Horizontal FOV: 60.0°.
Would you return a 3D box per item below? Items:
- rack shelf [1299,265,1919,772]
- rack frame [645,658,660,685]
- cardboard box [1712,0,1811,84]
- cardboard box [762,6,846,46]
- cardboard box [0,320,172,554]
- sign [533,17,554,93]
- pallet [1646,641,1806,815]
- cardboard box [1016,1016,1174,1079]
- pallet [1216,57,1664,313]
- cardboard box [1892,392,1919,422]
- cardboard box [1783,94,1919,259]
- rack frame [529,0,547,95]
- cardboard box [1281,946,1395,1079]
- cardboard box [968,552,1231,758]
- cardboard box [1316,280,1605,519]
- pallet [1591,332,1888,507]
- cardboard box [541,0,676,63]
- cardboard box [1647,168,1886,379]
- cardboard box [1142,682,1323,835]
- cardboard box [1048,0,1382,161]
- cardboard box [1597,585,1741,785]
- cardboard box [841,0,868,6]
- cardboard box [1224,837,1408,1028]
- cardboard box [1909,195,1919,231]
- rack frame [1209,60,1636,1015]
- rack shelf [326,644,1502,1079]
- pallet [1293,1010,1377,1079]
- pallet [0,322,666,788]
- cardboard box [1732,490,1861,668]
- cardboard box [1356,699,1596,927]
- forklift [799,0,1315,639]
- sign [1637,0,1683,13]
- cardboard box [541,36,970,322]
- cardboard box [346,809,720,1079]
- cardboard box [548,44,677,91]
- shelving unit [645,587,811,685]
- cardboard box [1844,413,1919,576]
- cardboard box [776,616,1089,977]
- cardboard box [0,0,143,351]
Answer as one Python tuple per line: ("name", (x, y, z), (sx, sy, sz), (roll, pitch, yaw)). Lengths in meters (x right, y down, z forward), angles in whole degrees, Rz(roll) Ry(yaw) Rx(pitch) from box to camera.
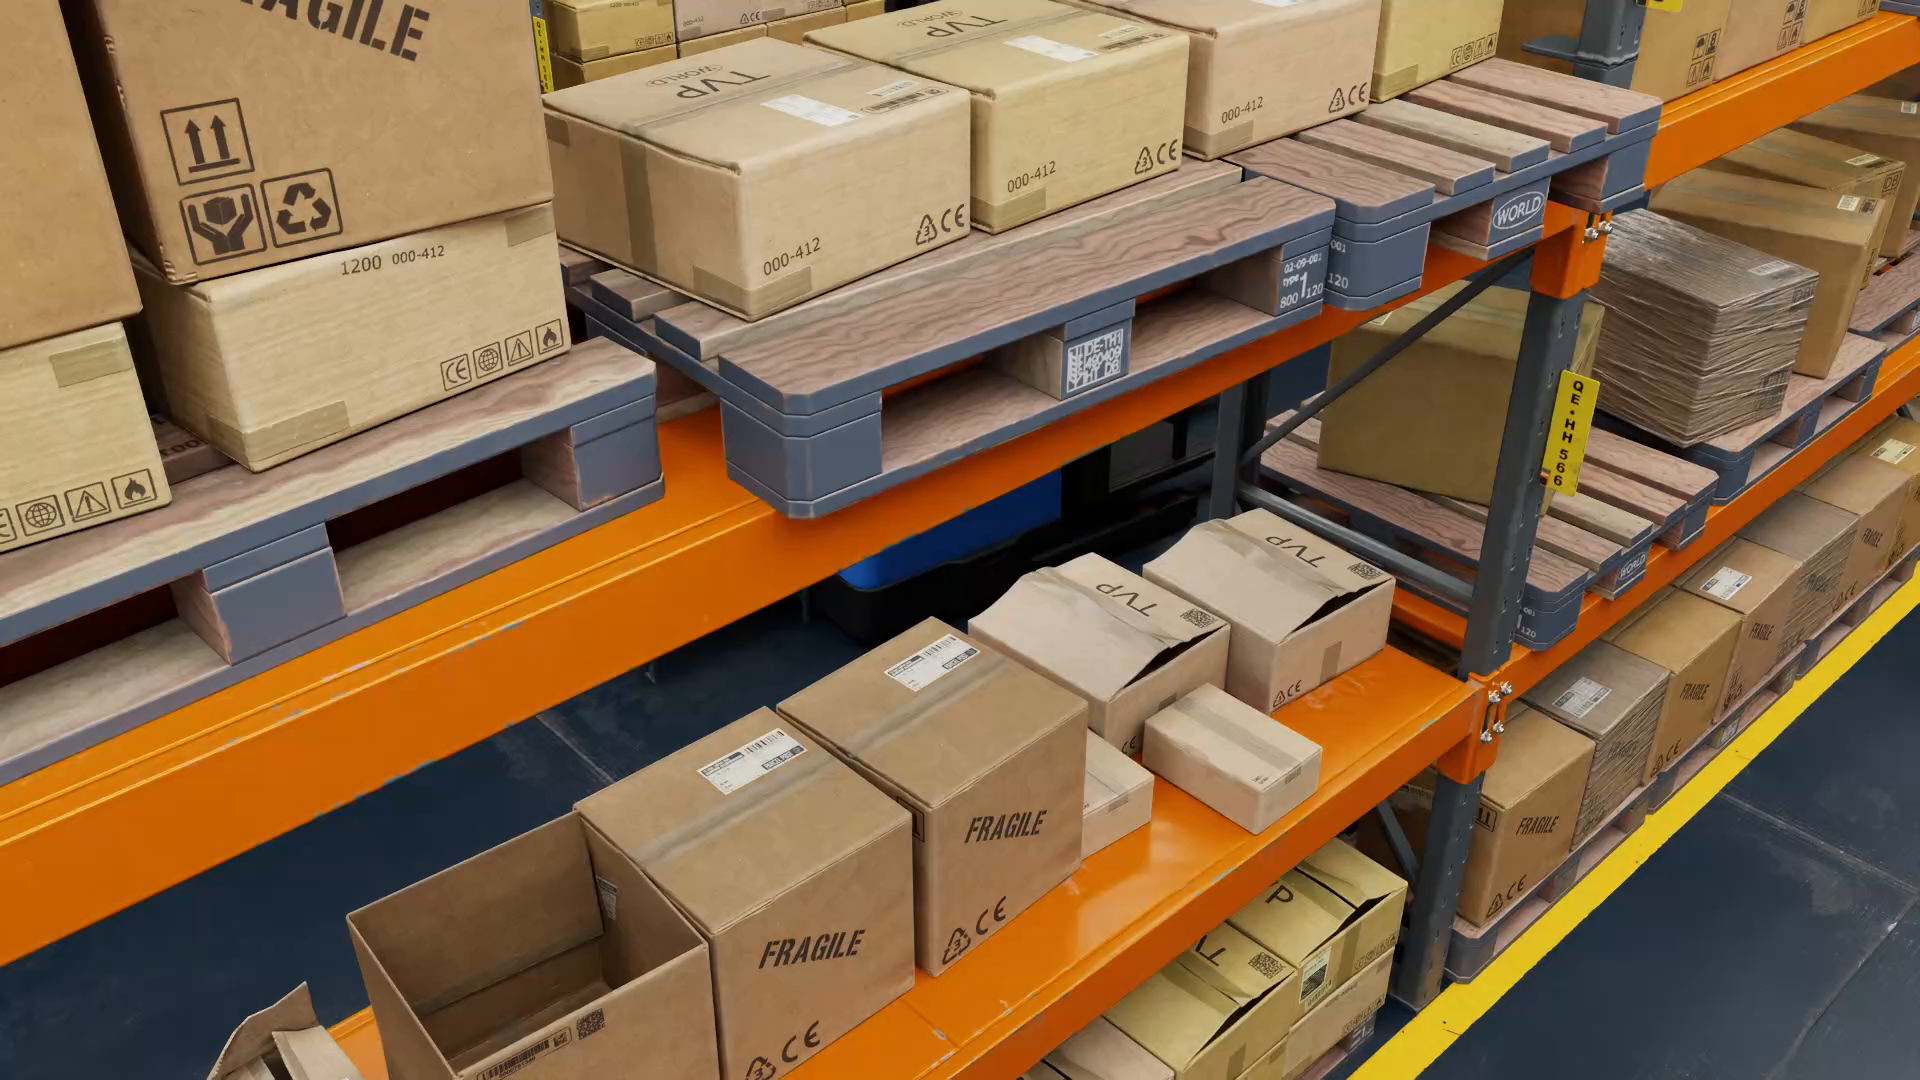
("rack shelf", (2.624, -0.387, 6.196), (4.000, 0.370, 1.077), (-26, 40, -35))
("rack frame", (-1.356, -0.136, 6.535), (0.023, 1.500, 0.400), (-21, 37, -31))
("cardboard box", (1.829, -1.655, 4.610), (0.500, 0.500, 0.910), (-26, 40, -35))
("cardboard box", (-0.928, -2.488, 8.543), (0.500, 0.500, 0.500), (-26, 40, -36))
("cardboard box", (-1.317, -0.175, 2.027), (0.500, 0.250, 0.500), (-21, 37, -31))
("sign", (-1.837, -2.134, 7.330), (0.005, 0.325, 0.100), (-26, 40, -35))
("pallet", (2.625, 0.525, 6.690), (1.213, 0.211, 1.003), (-26, 40, -35))
("cardboard box", (0.193, 1.415, 4.256), (0.500, 0.311, 0.500), (-26, 40, -36))
("pallet", (0.721, -0.908, 3.666), (1.003, 0.211, 1.213), (-24, 39, -33))
("cardboard box", (4.546, -0.510, 7.864), (0.500, 0.311, 0.500), (-26, 40, -35))
("cardboard box", (3.592, -1.542, 6.898), (0.700, 0.500, 0.500), (15, 35, 23))
("rack frame", (-2.213, -1.878, 7.945), (0.127, 3.000, 1.000), (-26, 40, -35))
("cardboard box", (0.938, 1.290, 4.999), (0.500, 0.250, 0.500), (-25, 39, -34))
("cardboard box", (0.370, 0.297, 4.474), (0.500, 0.311, 0.500), (-26, 40, -36))
("cardboard box", (1.543, -0.472, 5.149), (0.700, 0.500, 0.500), (15, 35, 23))
("pallet", (2.581, -0.594, 6.030), (1.213, 0.211, 1.003), (-26, 40, -35))
("cardboard box", (-1.684, -2.448, 7.760), (0.500, 0.250, 0.500), (-25, 39, -34))
("cardboard box", (2.837, -0.974, 5.970), (0.700, 0.500, 0.500), (18, 36, 27))
("cardboard box", (0.686, 0.548, 4.220), (0.250, 0.149, 0.380), (-26, 40, -35))
("cardboard box", (0.491, -1.004, 3.382), (0.500, 0.250, 0.500), (-25, 39, -34))
("cardboard box", (2.437, 0.479, 6.066), (0.500, 0.500, 0.500), (-26, 40, -36))
("cardboard box", (-0.577, -2.991, 8.648), (0.500, 0.250, 0.500), (-27, 40, -36))
("cardboard box", (0.941, 1.051, 4.852), (0.500, 0.311, 0.500), (-25, 39, -34))
("cardboard box", (4.283, -1.721, 7.593), (0.500, 0.500, 0.500), (-25, 39, -35))
("rack frame", (1.158, 0.016, 4.849), (0.127, 3.000, 1.000), (-26, 40, -35))
("rack shelf", (-0.309, 1.032, 3.876), (4.000, 0.370, 1.077), (-26, 40, -35))
("pallet", (0.528, 1.483, 5.123), (1.213, 0.211, 1.003), (-26, 40, -35))
("pallet", (-1.137, -0.081, 2.316), (0.805, 0.209, 1.217), (27, 41, 37))
("cardboard box", (3.188, 0.110, 6.669), (0.500, 0.500, 0.500), (-25, 39, -35))
("cardboard box", (1.686, 0.843, 5.471), (0.500, 0.500, 0.500), (-24, 39, -34))
("forklift", (0.501, -1.446, 7.305), (3.031, 2.935, 1.130), (-21, 37, -31))
("sign", (1.529, -1.303, 3.559), (0.005, 0.325, 0.100), (-26, 40, -35))
("cardboard box", (-0.332, -0.615, 2.746), (0.500, 0.250, 0.500), (25, 40, 35))
("cardboard box", (-0.815, 0.939, 3.243), (0.500, 0.500, 0.500), (-23, 38, -32))
("cardboard box", (-1.683, -2.130, 7.958), (0.500, 0.500, 0.500), (-24, 39, -34))
("shelving unit", (-1.064, -0.251, 6.722), (0.755, 1.500, 0.431), (-21, 37, -31))
("cardboard box", (3.924, -0.240, 7.241), (0.500, 0.500, 0.500), (-26, 40, -36))
("cardboard box", (-0.061, 0.575, 3.839), (0.500, 0.500, 0.500), (27, 40, 36))
("cardboard box", (-1.296, -0.484, 1.813), (0.500, 0.500, 0.500), (-25, 40, -35))
